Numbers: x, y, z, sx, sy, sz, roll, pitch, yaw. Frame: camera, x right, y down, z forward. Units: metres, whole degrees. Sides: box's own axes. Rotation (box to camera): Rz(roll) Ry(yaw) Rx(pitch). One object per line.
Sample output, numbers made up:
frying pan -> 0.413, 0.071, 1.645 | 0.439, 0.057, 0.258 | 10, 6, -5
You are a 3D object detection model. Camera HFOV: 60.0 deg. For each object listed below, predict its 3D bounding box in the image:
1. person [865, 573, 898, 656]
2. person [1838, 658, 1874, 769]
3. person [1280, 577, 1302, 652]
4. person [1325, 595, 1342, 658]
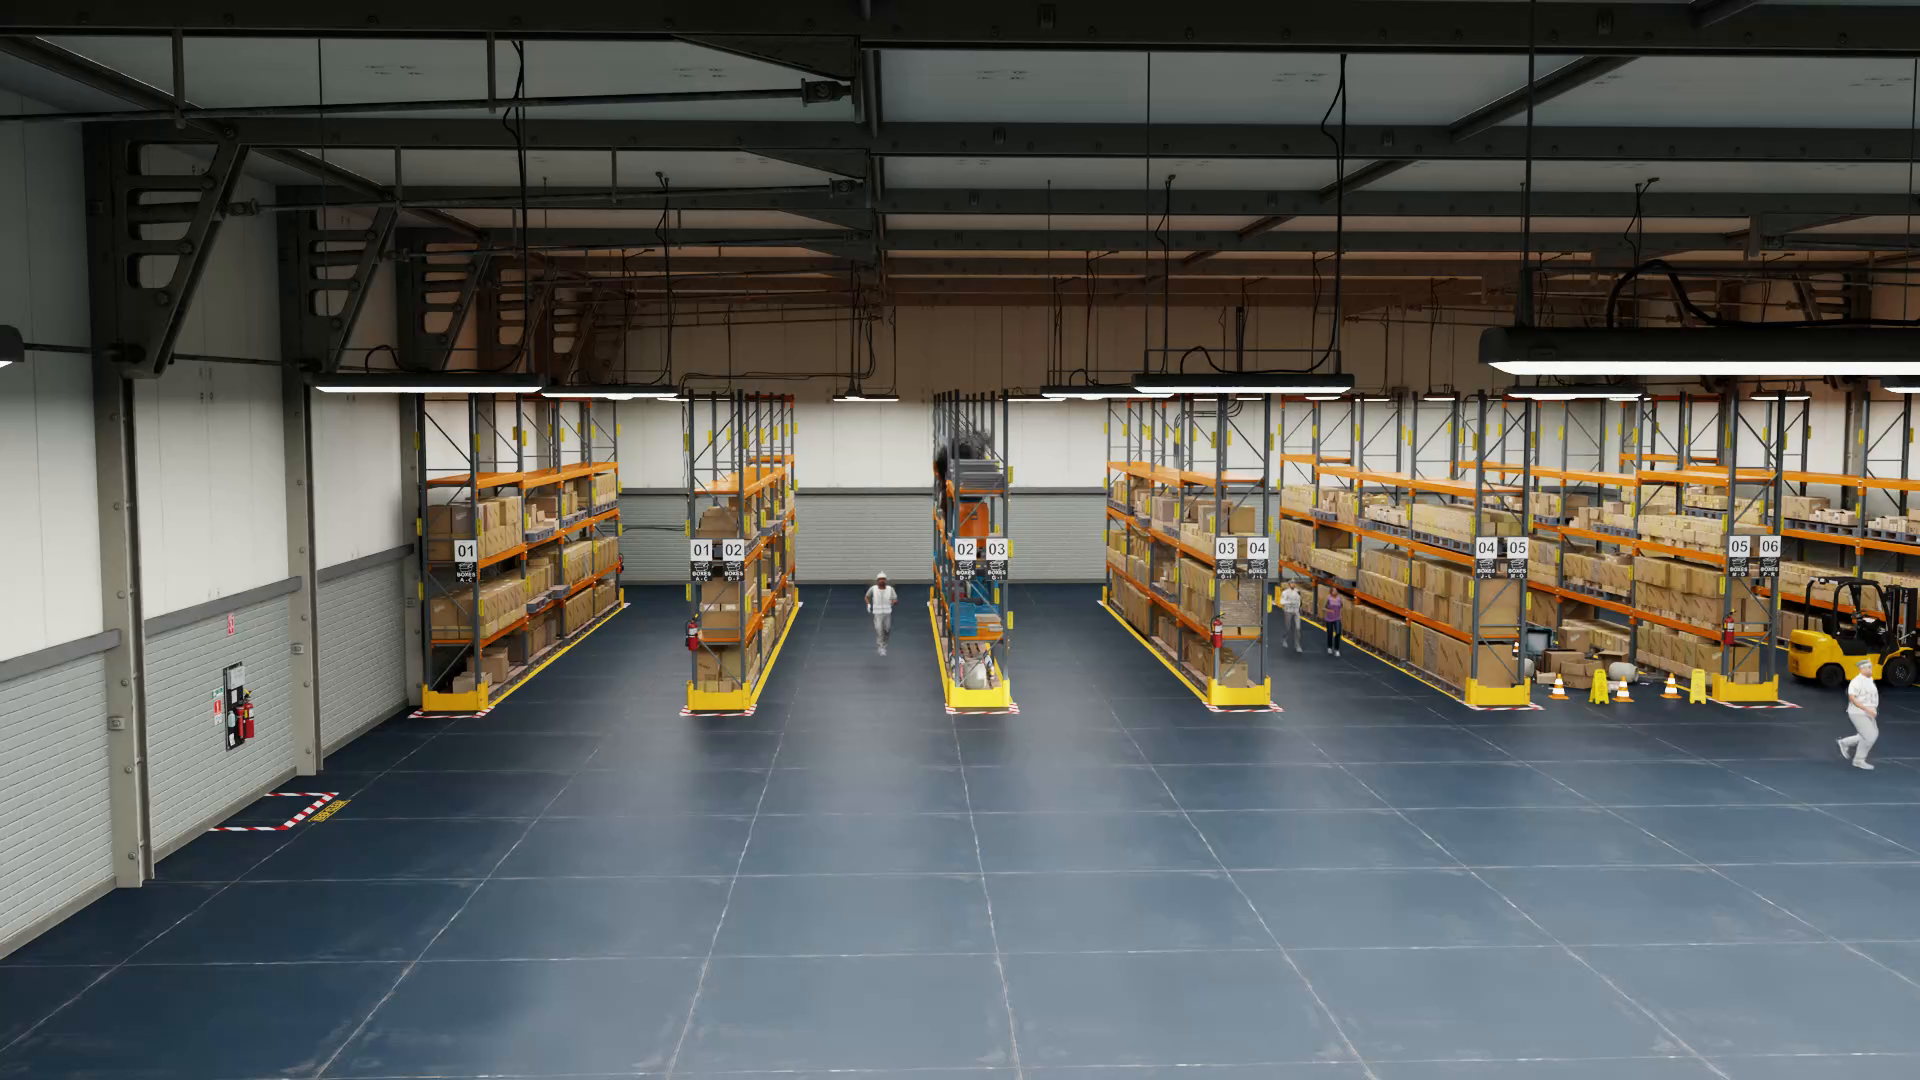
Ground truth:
person -> -1.687, 1.611, 36.030 | 0.696, 1.794, 0.878 | -1, 5, -13
person -> 14.203, 2.715, 26.305 | 0.588, 1.740, 0.296 | 5, 7, 45
person -> 7.699, 1.703, 38.568 | 0.605, 1.708, 0.852 | -1, 5, -11
person -> 8.480, 2.073, 37.847 | 0.346, 1.189, 0.603 | 0, 5, 1
